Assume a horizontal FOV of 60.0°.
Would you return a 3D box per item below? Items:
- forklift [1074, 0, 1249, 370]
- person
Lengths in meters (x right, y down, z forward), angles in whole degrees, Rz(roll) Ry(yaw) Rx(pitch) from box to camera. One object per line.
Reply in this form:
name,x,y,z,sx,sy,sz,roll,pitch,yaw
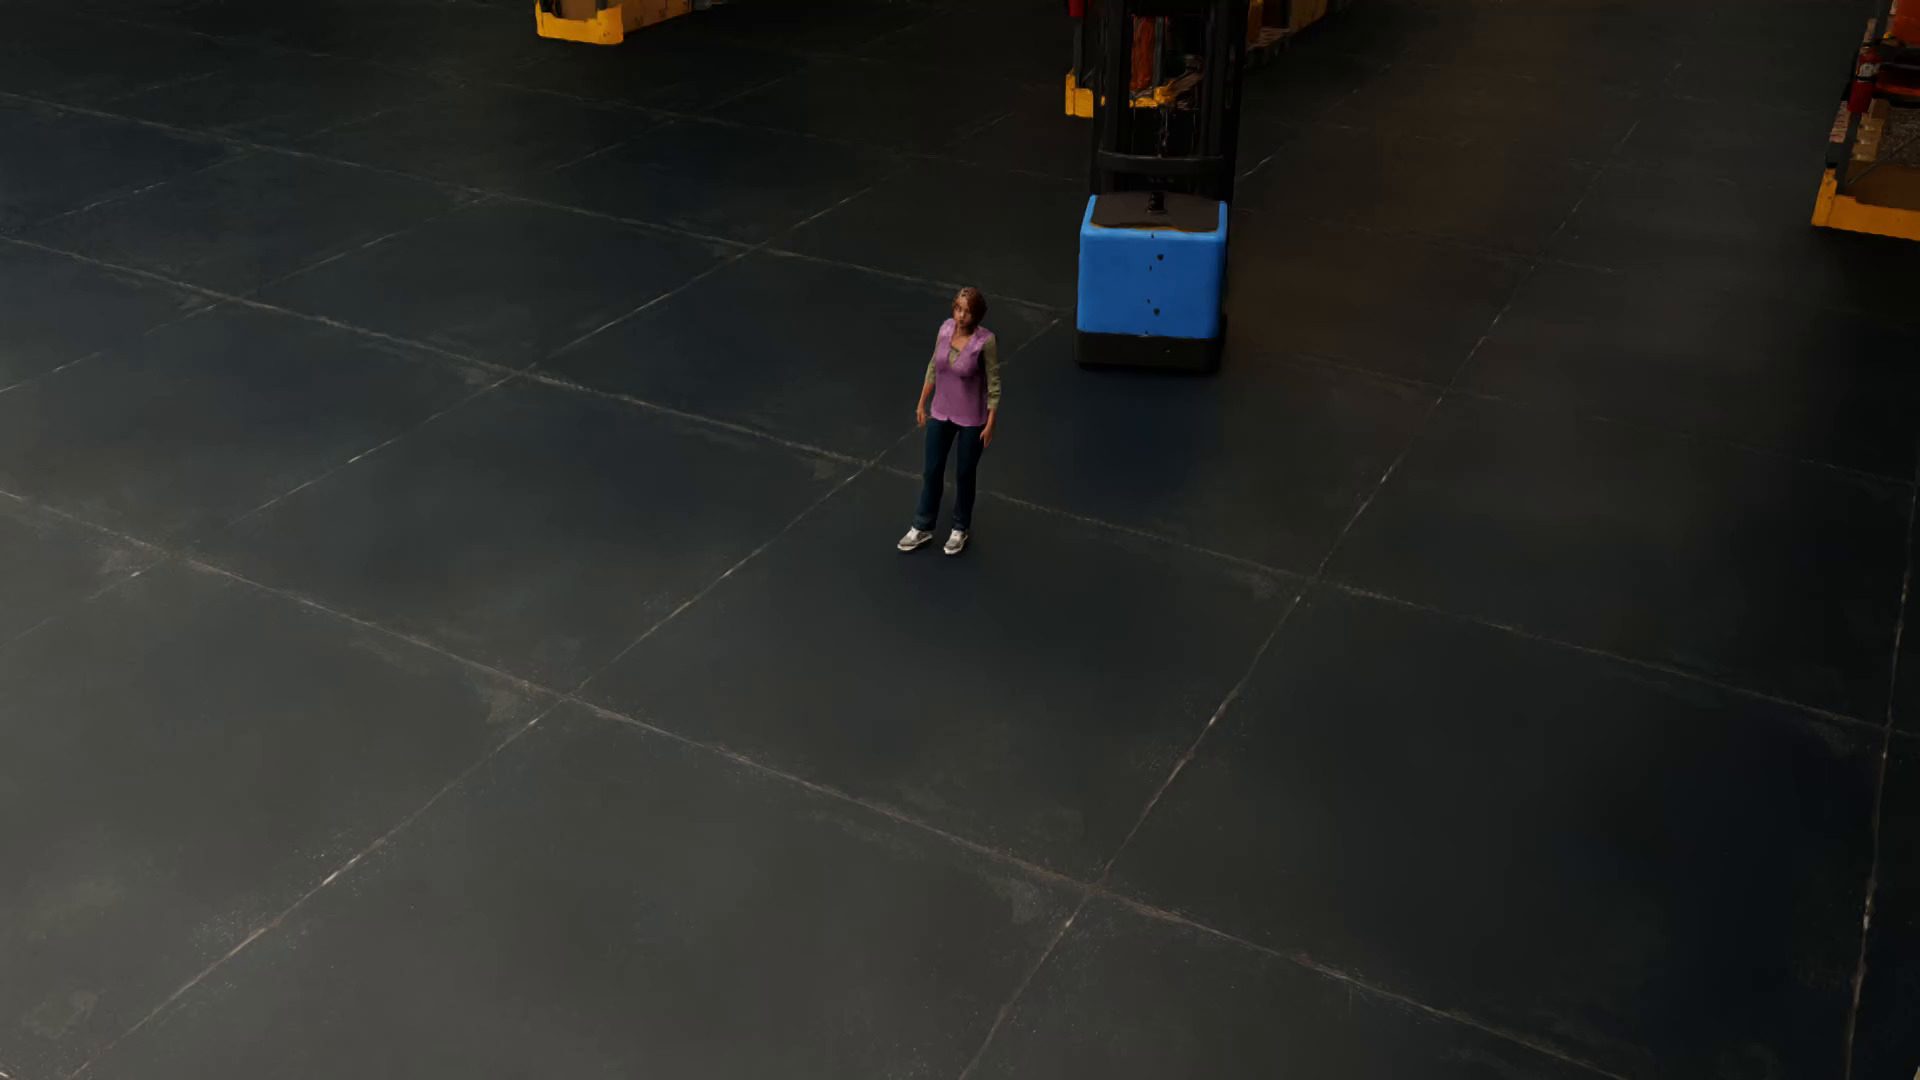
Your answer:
forklift,1.572,-3.215,12.641,1.130,2.935,3.031,4,30,8
person,-0.048,-0.666,9.551,0.520,1.591,0.474,15,33,25
